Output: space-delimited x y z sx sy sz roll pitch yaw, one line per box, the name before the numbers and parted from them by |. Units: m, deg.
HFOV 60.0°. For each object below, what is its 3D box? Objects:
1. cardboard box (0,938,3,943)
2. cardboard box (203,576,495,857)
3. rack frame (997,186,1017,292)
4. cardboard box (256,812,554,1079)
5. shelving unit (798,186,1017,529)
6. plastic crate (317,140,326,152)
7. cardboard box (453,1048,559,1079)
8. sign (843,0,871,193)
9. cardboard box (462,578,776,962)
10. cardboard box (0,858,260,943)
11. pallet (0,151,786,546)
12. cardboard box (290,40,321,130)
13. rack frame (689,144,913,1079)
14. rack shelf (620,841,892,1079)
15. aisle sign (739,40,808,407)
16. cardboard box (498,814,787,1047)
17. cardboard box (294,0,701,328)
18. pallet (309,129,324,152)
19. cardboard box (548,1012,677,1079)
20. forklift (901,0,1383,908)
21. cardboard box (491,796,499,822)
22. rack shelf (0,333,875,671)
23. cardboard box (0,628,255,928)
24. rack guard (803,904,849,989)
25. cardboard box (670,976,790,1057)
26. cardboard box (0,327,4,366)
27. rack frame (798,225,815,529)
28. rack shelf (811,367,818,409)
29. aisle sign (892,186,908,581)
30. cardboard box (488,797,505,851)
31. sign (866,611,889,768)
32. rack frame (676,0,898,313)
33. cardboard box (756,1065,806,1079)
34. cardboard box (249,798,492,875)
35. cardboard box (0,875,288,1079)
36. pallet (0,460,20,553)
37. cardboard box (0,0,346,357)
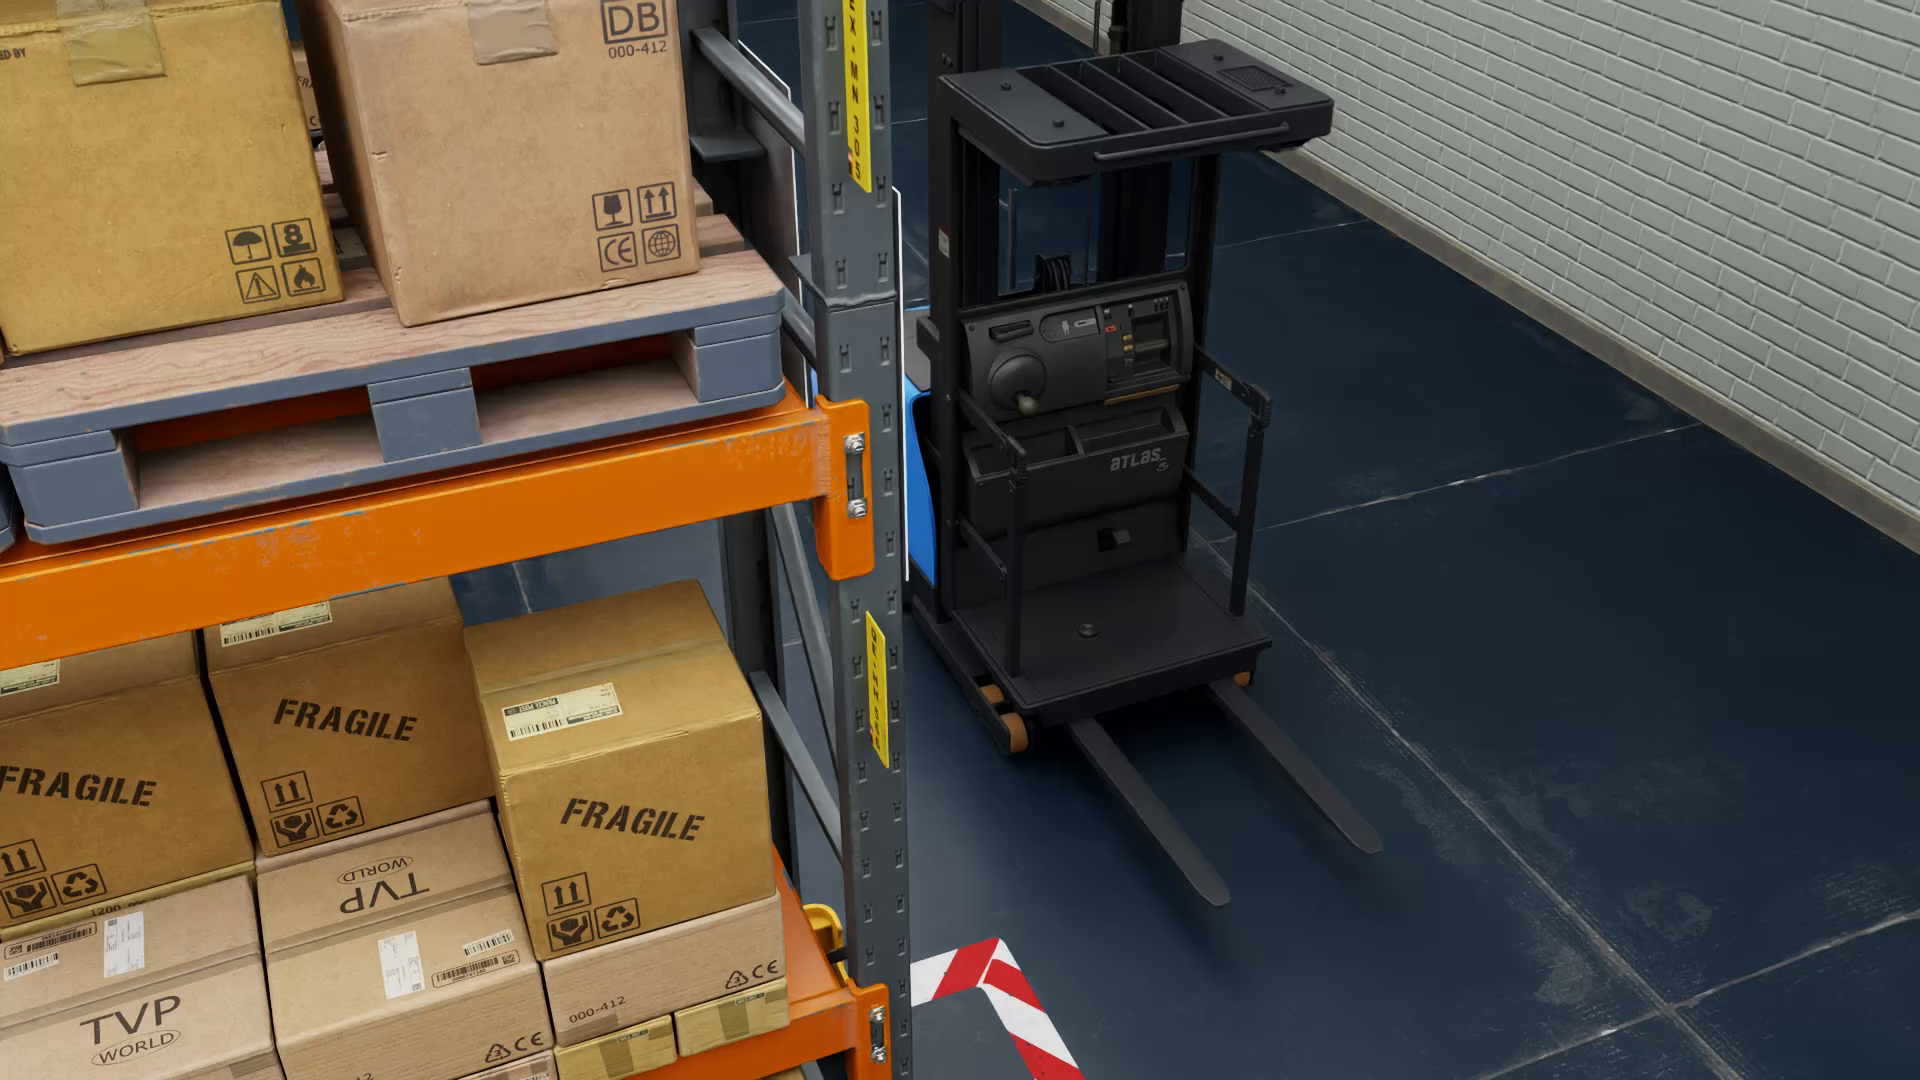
cardboard box | -2.328 0.838 3.576 0.500 0.250 0.500 -14 35 -20
cardboard box | -1.368 0.300 3.716 0.500 0.500 0.500 -14 35 -20
rack frame | 0.131 -1.048 7.986 0.032 1.500 0.500 -15 36 -21
cardboard box | -1.172 0.885 3.504 0.500 0.250 0.500 -14 35 -20
shelving unit | -0.326 -0.927 7.800 1.048 1.500 0.538 -15 36 -21
plastic crate | -2.961 -1.888 8.088 0.298 0.136 0.250 -13 35 -19
cardboard box | -1.033 1.059 3.602 0.250 0.149 0.380 -13 35 -19
sign | -0.163 -0.715 2.609 0.005 0.325 0.100 -13 35 -19
cardboard box | -0.708 0.463 3.465 0.500 0.500 0.500 -12 35 -18
cardboard box | -1.849 0.726 3.749 0.500 0.250 0.500 -14 36 -21
pallet | -1.040 -0.454 3.028 1.213 0.211 1.003 -13 35 -19
cardboard box | -4.598 -3.276 11.923 0.500 0.500 0.500 -13 35 -19
rack frame | -0.360 0.605 4.070 0.127 3.000 1.000 -13 35 -19
rack shelf | -2.204 1.328 3.618 4.000 0.370 1.077 -13 35 -19
aisle sign | -0.410 -0.651 3.617 0.004 0.787 0.394 -13 35 -19
cardboard box | -0.704 0.778 3.668 0.500 0.250 0.500 -13 35 -20
cardboard box | -0.819 -0.776 2.873 0.500 0.500 0.700 -15 36 -22
pallet | -4.997 -3.024 12.204 1.213 0.211 1.003 -13 35 -19
cardboard box | -0.800 1.006 3.683 0.250 0.149 0.380 -13 35 -18
forklift | 0.543 -0.661 6.078 1.130 2.935 3.031 -13 35 -20
cardboard box | -0.907 0.508 4.083 0.500 0.250 0.500 -14 36 -20
rack shelf | -2.204 0.071 2.800 4.000 0.370 1.077 -13 35 -19
cardboard box | -1.844 0.412 3.544 0.500 0.500 0.500 -14 36 -20
rack guard | -0.338 1.647 4.760 0.348 0.500 1.175 -13 35 -19
cardboard box | -0.561 0.951 3.769 0.250 0.149 0.380 -12 35 -18
cardboard box | -1.843 -0.584 2.579 0.500 0.500 0.700 -15 36 -22
rack frame | -0.783 -0.806 7.613 0.032 1.500 0.500 -15 36 -21
rack shelf | -0.326 -0.776 7.898 1.000 0.185 0.538 -15 36 -21
aisle sign | -0.178 -0.349 3.153 0.004 0.787 0.394 -13 35 -19
cardboard box | -1.051 0.674 4.194 0.250 0.149 0.380 -13 35 -20
sign | -0.163 0.296 3.266 0.005 0.325 0.100 -13 35 -19
rack frame | -0.360 -1.910 2.434 0.127 3.000 1.000 -13 35 -19
cardboard box | -0.919 1.494 4.266 0.875 0.875 0.875 -13 35 -19
cardboard box | -1.384 0.621 3.909 0.500 0.250 0.500 -13 35 -20
cardboard box | -1.641 0.993 3.338 0.500 0.250 0.500 -14 36 -21
pallet | -2.167 -0.194 2.629 1.213 0.211 1.003 -13 35 -19
cardboard box | -1.385 -0.718 2.784 0.500 0.500 0.700 -14 36 -21
